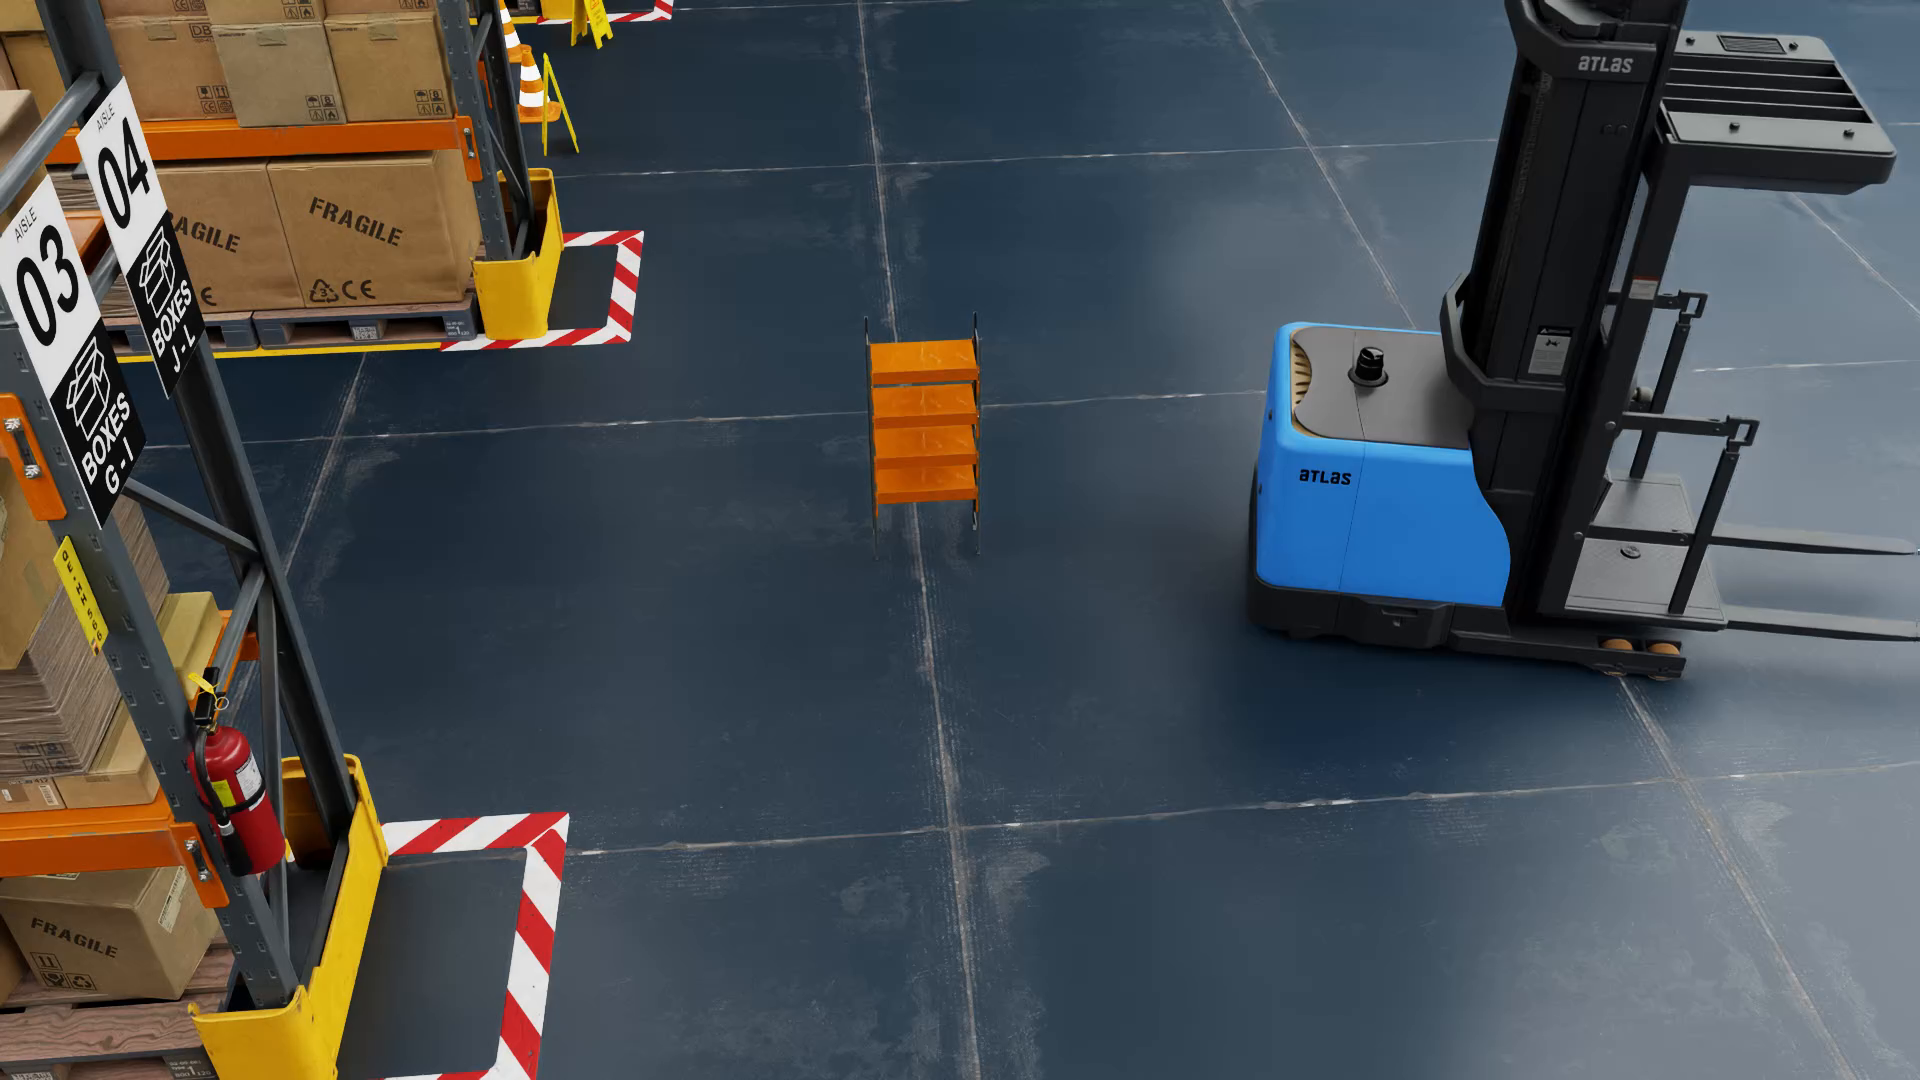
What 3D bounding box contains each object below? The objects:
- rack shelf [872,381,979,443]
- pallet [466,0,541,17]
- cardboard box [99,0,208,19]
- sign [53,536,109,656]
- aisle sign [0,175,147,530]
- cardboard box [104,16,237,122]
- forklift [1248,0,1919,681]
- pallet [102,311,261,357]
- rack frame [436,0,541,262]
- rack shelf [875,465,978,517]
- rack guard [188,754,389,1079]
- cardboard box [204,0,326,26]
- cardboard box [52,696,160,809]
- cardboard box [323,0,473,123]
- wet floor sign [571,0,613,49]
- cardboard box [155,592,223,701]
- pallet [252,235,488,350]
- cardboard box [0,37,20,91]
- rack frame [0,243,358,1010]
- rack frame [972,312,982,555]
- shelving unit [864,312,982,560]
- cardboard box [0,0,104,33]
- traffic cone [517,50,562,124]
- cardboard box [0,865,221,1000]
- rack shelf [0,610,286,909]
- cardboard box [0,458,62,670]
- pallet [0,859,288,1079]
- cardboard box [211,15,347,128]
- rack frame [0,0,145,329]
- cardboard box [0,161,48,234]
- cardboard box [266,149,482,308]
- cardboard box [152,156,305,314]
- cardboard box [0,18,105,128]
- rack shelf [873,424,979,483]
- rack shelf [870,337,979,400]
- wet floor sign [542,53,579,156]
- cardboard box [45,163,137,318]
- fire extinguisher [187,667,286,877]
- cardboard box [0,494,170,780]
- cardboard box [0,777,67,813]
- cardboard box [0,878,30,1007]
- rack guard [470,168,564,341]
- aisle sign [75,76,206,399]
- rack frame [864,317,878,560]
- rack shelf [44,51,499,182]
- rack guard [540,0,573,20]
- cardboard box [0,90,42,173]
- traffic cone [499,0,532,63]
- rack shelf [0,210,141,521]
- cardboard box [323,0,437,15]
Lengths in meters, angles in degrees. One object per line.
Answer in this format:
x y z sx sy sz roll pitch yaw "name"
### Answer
-0.165 -0.585 7.592 0.480 0.148 0.258 -3 38 -4 "rack shelf"
-4.052 -4.611 13.746 1.213 0.211 1.003 -3 38 -4 "pallet"
-4.108 -3.136 8.633 0.550 0.550 0.875 -3 38 -4 "cardboard box"
-2.257 0.147 4.275 0.005 0.325 0.100 -3 38 -4 "sign"
-2.198 -0.457 4.131 0.004 0.787 0.394 -3 38 -4 "aisle sign"
-4.106 -2.698 8.948 0.550 0.550 0.875 -3 38 -4 "cardboard box"
2.866 -0.889 6.832 3.031 2.935 1.130 5 39 7 "forklift"
-4.627 -1.432 9.717 1.213 0.211 1.003 -3 38 -4 "pallet"
-2.625 -2.684 9.052 0.127 3.000 1.000 -3 38 -4 "rack frame"
-0.165 -0.253 7.853 0.480 0.148 0.258 -3 38 -4 "rack shelf"
-2.362 1.367 5.936 0.348 0.500 1.175 -3 38 -4 "rack guard"
-3.538 -3.083 8.565 0.550 0.550 0.875 -3 38 -4 "cardboard box"
-2.552 0.623 5.063 0.250 0.149 0.380 -3 38 -4 "cardboard box"
-2.991 -2.695 8.944 0.550 0.550 0.875 -3 38 -4 "cardboard box"
-2.880 -4.159 12.822 0.232 0.644 0.267 9 39 12 "wet floor sign"
-2.592 0.349 5.411 0.250 0.149 0.380 -3 38 -4 "cardboard box"
-3.415 -1.497 9.799 1.213 0.211 1.003 -3 38 -4 "pallet"
-5.149 -2.552 8.764 0.550 0.550 0.875 -3 38 -4 "cardboard box"
-2.287 0.382 5.167 0.127 3.000 1.000 -3 38 -4 "rack frame"
0.078 -0.475 7.706 0.015 1.200 0.240 -3 38 -4 "rack frame"
-0.165 -0.462 7.689 0.503 1.200 0.258 -3 38 -4 "shelving unit"
-4.624 -3.027 8.494 0.500 0.550 0.875 -3 38 -4 "cardboard box"
-3.041 -3.251 11.819 0.334 0.463 0.336 -3 38 -4 "traffic cone"
-2.910 1.222 5.780 0.500 0.500 0.500 4 38 4 "cardboard box"
-4.279 0.774 5.250 4.000 0.370 1.077 -3 38 -4 "rack shelf"
-2.813 0.016 4.502 0.500 0.500 0.500 -3 38 -4 "cardboard box"
-3.175 1.503 5.996 1.213 0.211 1.003 -3 38 -4 "pallet"
-3.537 -2.651 8.889 0.550 0.550 0.875 -3 38 -4 "cardboard box"
-2.287 -1.973 3.308 0.127 3.000 1.000 -3 38 -4 "rack frame"
-2.789 -0.870 4.453 0.500 0.250 0.500 -2 38 -3 "cardboard box"
-3.295 -1.937 9.481 0.875 0.875 0.875 -3 38 -4 "cardboard box"
-4.171 -1.887 9.419 0.875 0.875 0.875 -4 38 -5 "cardboard box"
-4.630 -2.643 8.879 0.500 0.550 0.875 -3 38 -4 "cardboard box"
-0.165 -0.409 7.730 0.480 0.148 0.258 -3 38 -4 "rack shelf"
-0.165 -0.770 7.445 0.480 0.148 0.258 -3 38 -4 "rack shelf"
-2.772 -2.983 11.332 0.232 0.644 0.267 -9 39 -12 "wet floor sign"
-5.079 -1.838 9.357 0.875 0.875 0.875 -3 38 -4 "cardboard box"
-2.132 0.690 4.838 0.183 0.674 0.296 -3 38 -4 "fire extinguisher"
-2.837 0.239 5.027 0.500 0.500 0.875 -3 38 -4 "cardboard box"
-2.801 0.637 5.046 0.250 0.149 0.380 -3 38 -4 "cardboard box"
-3.502 1.276 5.712 0.500 0.500 0.500 6 39 8 "cardboard box"
-2.601 -1.704 9.828 0.348 0.500 1.175 -3 38 -4 "rack guard"
-2.251 -0.827 4.600 0.004 0.787 0.394 -3 38 -4 "aisle sign"
-0.408 -0.449 7.672 0.015 1.200 0.240 -3 38 -4 "rack frame"
-4.617 -2.292 9.136 4.000 0.370 1.077 -3 38 -4 "rack shelf"
-3.240 -4.747 13.685 0.348 0.500 1.175 -3 38 -4 "rack guard"
-2.581 -1.021 4.322 0.250 0.149 0.380 -3 38 -4 "cardboard box"
-3.478 -3.917 12.663 0.334 0.463 0.336 -3 38 -4 "traffic cone"
-4.279 -0.404 4.321 4.000 0.370 1.077 -3 38 -4 "rack shelf"
-2.998 -3.170 8.676 0.550 0.550 0.875 -3 38 -4 "cardboard box"
